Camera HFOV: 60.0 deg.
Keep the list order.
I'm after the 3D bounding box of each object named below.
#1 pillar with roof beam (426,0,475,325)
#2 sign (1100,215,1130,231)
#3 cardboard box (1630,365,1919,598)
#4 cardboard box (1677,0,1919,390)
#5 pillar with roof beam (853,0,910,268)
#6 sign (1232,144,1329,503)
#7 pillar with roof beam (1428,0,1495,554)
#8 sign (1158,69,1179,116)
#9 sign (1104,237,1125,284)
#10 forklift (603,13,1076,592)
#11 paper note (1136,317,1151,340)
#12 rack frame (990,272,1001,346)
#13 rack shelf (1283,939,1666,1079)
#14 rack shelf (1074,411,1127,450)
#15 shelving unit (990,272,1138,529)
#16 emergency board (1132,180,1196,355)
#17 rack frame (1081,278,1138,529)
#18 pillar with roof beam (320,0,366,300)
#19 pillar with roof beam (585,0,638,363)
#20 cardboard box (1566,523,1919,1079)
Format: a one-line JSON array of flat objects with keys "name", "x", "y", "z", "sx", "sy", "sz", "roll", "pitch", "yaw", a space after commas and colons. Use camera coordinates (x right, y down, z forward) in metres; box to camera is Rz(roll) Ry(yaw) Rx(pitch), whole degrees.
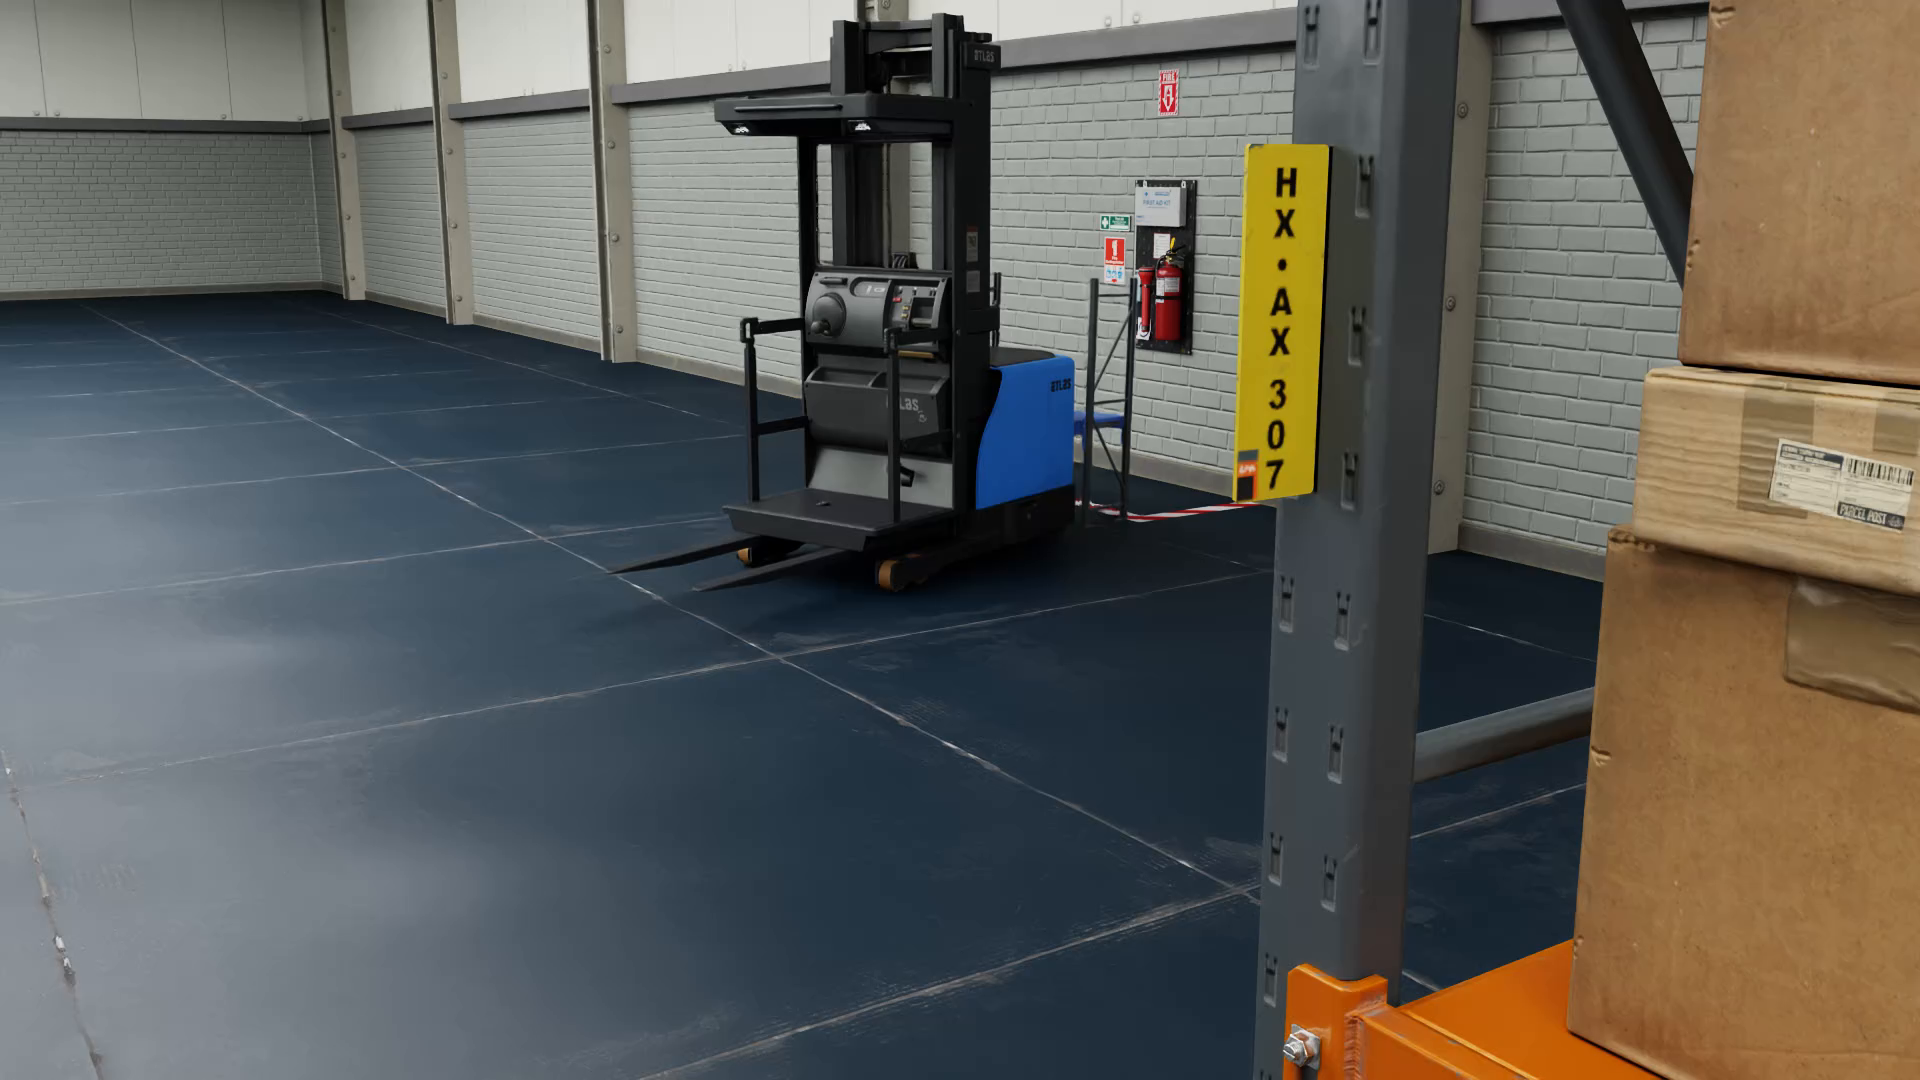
[{"name": "pillar with roof beam", "x": -10.889, "y": -7.056, "z": 21.065, "sx": 9.100, "sy": 9.000, "sz": 0.400, "roll": -8, "pitch": 15, "yaw": -33}, {"name": "sign", "x": 1.104, "y": -2.263, "z": 11.864, "sx": 0.001, "sy": 0.109, "sz": 0.331, "roll": -8, "pitch": 15, "yaw": -33}, {"name": "cardboard box", "x": 0.800, "y": -0.072, "z": 1.419, "sx": 0.380, "sy": 0.149, "sz": 0.250, "roll": -8, "pitch": 15, "yaw": -33}, {"name": "cardboard box", "x": 1.039, "y": -0.391, "z": 1.356, "sx": 0.700, "sy": 0.500, "sz": 0.500, "roll": -8, "pitch": 15, "yaw": -33}, {"name": "pillar with roof beam", "x": -4.241, "y": -4.922, "z": 11.306, "sx": 9.100, "sy": 9.000, "sz": 0.400, "roll": -8, "pitch": 15, "yaw": -33}, {"name": "sign", "x": 0.296, "y": -0.199, "z": 1.538, "sx": 0.100, "sy": 0.325, "sz": 0.005, "roll": -8, "pitch": 15, "yaw": -33}, {"name": "pillar with roof beam", "x": -0.917, "y": -3.855, "z": 6.426, "sx": 9.100, "sy": 9.000, "sz": 0.400, "roll": -8, "pitch": 15, "yaw": -33}, {"name": "sign", "x": 1.408, "y": -3.024, "z": 11.241, "sx": 0.001, "sy": 0.298, "sz": 0.199, "roll": -8, "pitch": 15, "yaw": -33}, {"name": "sign", "x": 1.109, "y": -2.006, "z": 11.929, "sx": 0.001, "sy": 0.329, "sz": 0.234, "roll": -8, "pitch": 15, "yaw": -33}, {"name": "forklift", "x": -0.582, "y": -1.281, "z": 8.859, "sx": 1.130, "sy": 2.935, "sz": 3.031, "roll": 9, "pitch": 15, "yaw": 35}, {"name": "paper note", "x": 1.289, "y": -1.487, "z": 11.703, "sx": 0.016, "sy": 0.148, "sz": 0.142, "roll": -8, "pitch": 15, "yaw": -33}, {"name": "rack frame", "x": 0.090, "y": -0.966, "z": 10.720, "sx": 0.032, "sy": 1.500, "sz": 0.500, "roll": 9, "pitch": 13, "yaw": 35}, {"name": "rack shelf", "x": 1.870, "y": 0.905, "z": 0.385, "sx": 1.077, "sy": 0.370, "sz": 4.000, "roll": -8, "pitch": 15, "yaw": -33}, {"name": "rack shelf", "x": 0.495, "y": -0.725, "z": 10.459, "sx": 1.000, "sy": 0.185, "sz": 0.538, "roll": 9, "pitch": 13, "yaw": 35}, {"name": "shelving unit", "x": 0.500, "y": -0.902, "z": 10.427, "sx": 1.048, "sy": 1.500, "sz": 0.538, "roll": 9, "pitch": 13, "yaw": 35}, {"name": "emergency board", "x": 1.330, "y": -1.878, "z": 11.428, "sx": 0.194, "sy": 1.169, "sz": 0.643, "roll": -8, "pitch": 15, "yaw": -33}, {"name": "rack frame", "x": 0.911, "y": -0.838, "z": 10.134, "sx": 0.032, "sy": 1.500, "sz": 0.500, "roll": 9, "pitch": 13, "yaw": 35}, {"name": "pillar with roof beam", "x": -14.214, "y": -8.123, "z": 25.945, "sx": 9.100, "sy": 9.000, "sz": 0.400, "roll": -8, "pitch": 15, "yaw": -33}, {"name": "pillar with roof beam", "x": -7.565, "y": -5.989, "z": 16.185, "sx": 9.100, "sy": 9.000, "sz": 0.400, "roll": -8, "pitch": 15, "yaw": -33}, {"name": "cardboard box", "x": 1.010, "y": 0.234, "z": 1.537, "sx": 0.700, "sy": 0.500, "sz": 0.500, "roll": -8, "pitch": 15, "yaw": -33}]
